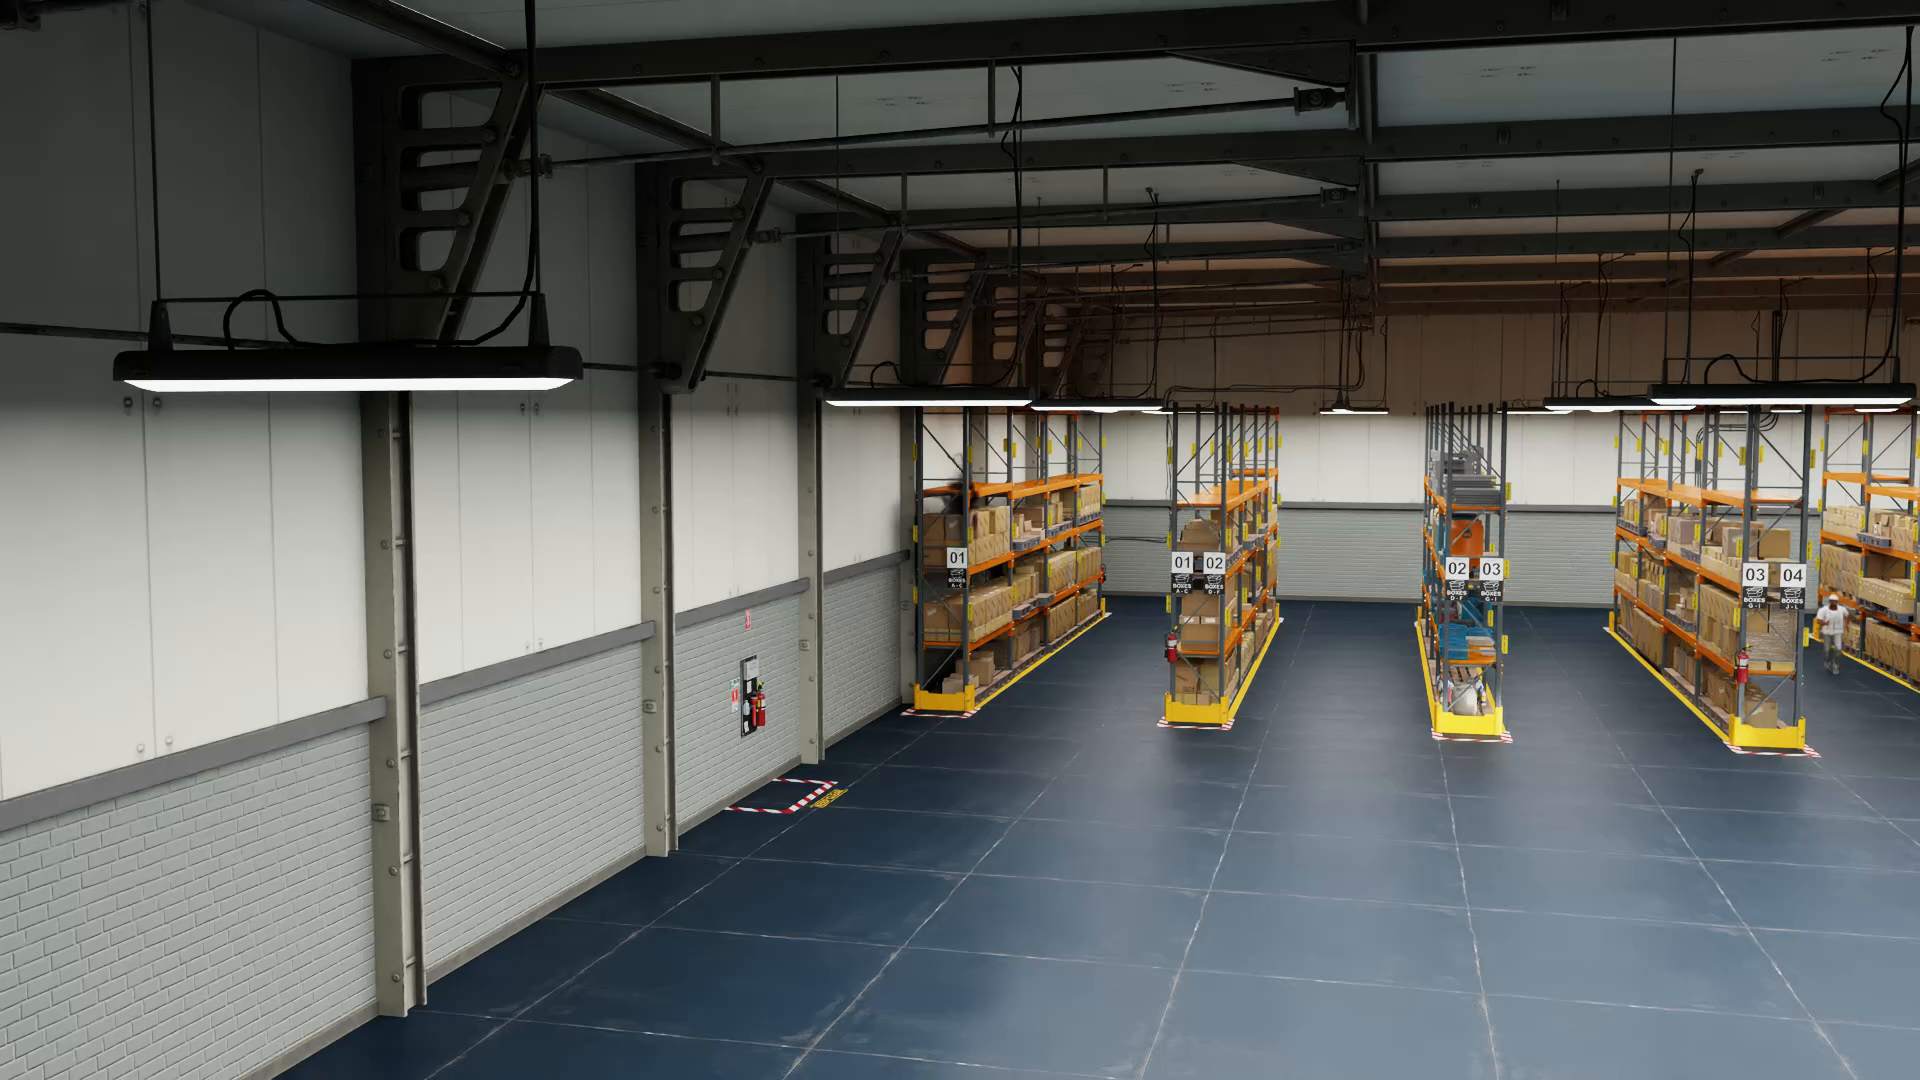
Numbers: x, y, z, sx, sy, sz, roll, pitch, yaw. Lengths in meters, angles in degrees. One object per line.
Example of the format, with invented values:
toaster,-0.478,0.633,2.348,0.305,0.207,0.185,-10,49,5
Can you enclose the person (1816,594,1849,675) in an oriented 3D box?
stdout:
person,19.471,2.107,37.099,0.681,1.811,0.825,2,5,21
